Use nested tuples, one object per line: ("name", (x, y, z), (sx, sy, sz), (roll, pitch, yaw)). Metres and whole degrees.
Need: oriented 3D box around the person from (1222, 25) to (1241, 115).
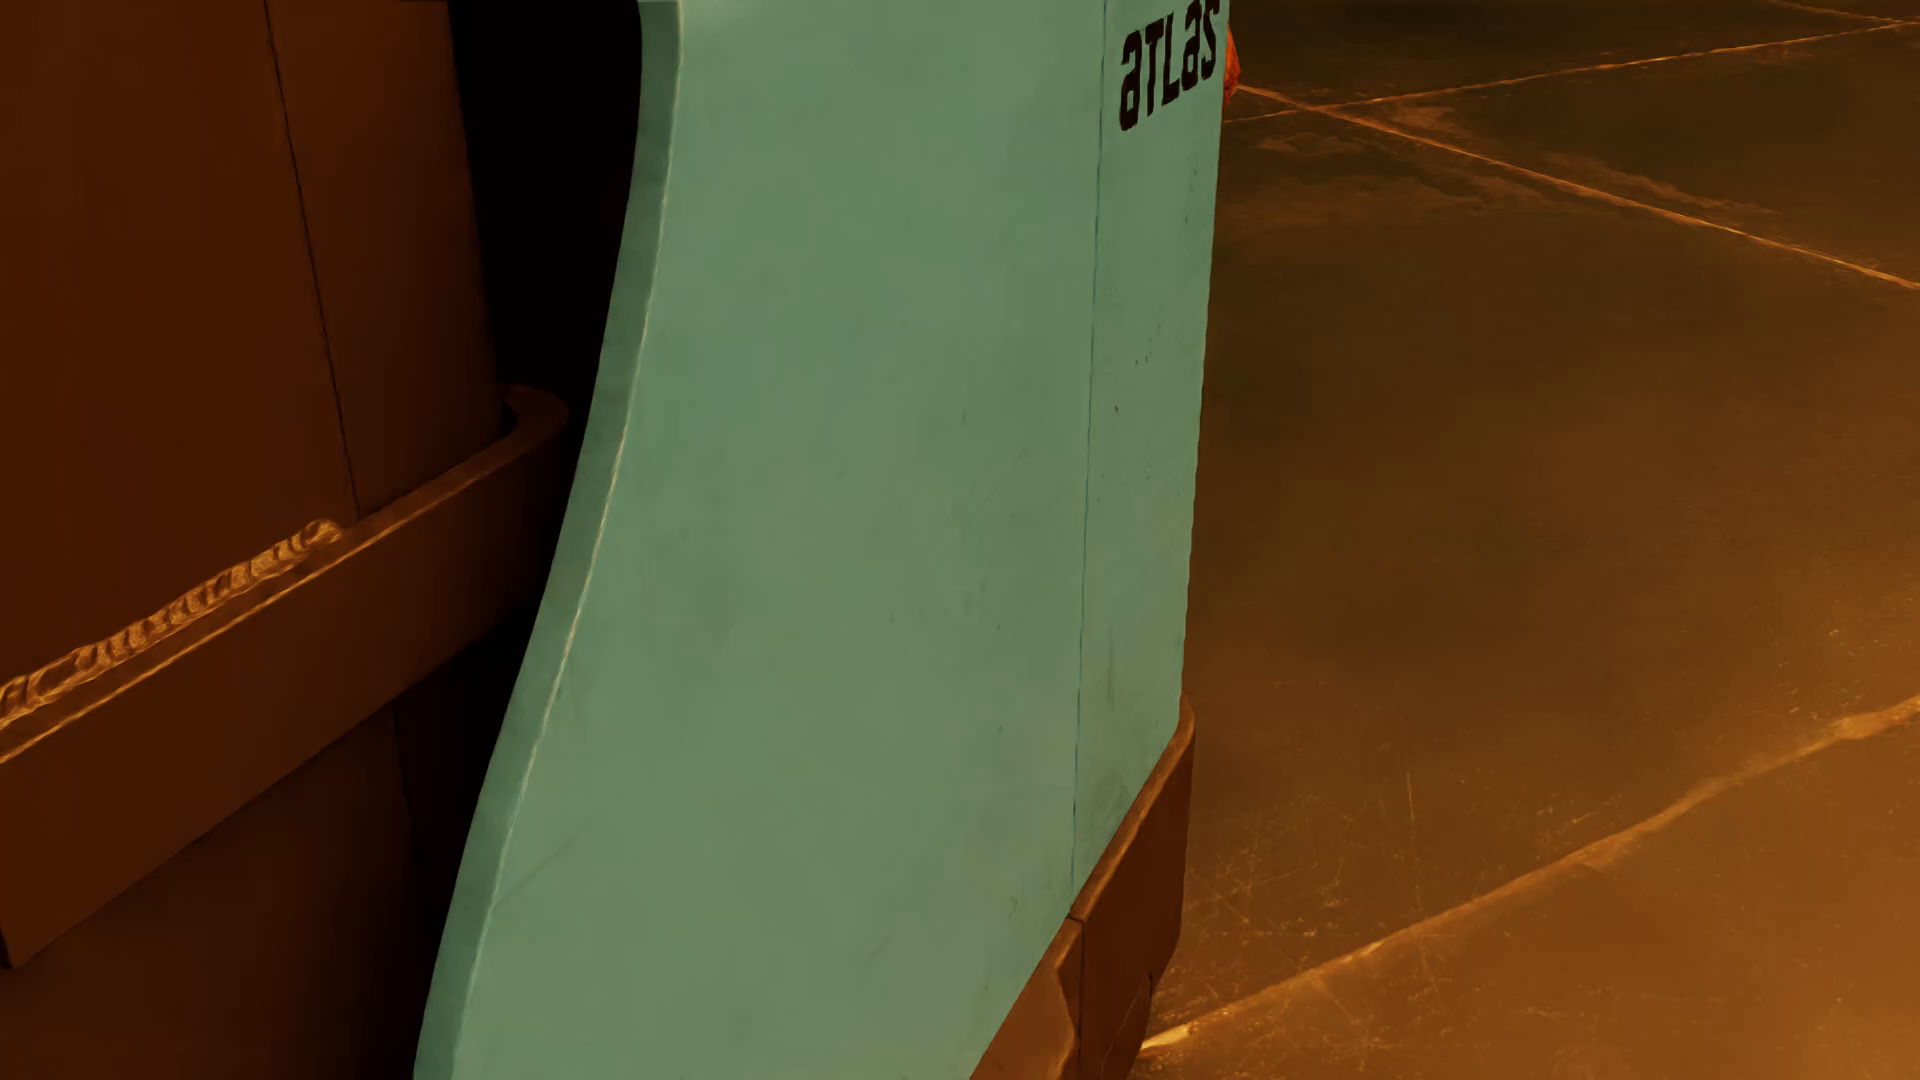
("person", (0.077, -0.755, 2.225), (0.640, 1.597, 0.398), (15, 30, 27))
